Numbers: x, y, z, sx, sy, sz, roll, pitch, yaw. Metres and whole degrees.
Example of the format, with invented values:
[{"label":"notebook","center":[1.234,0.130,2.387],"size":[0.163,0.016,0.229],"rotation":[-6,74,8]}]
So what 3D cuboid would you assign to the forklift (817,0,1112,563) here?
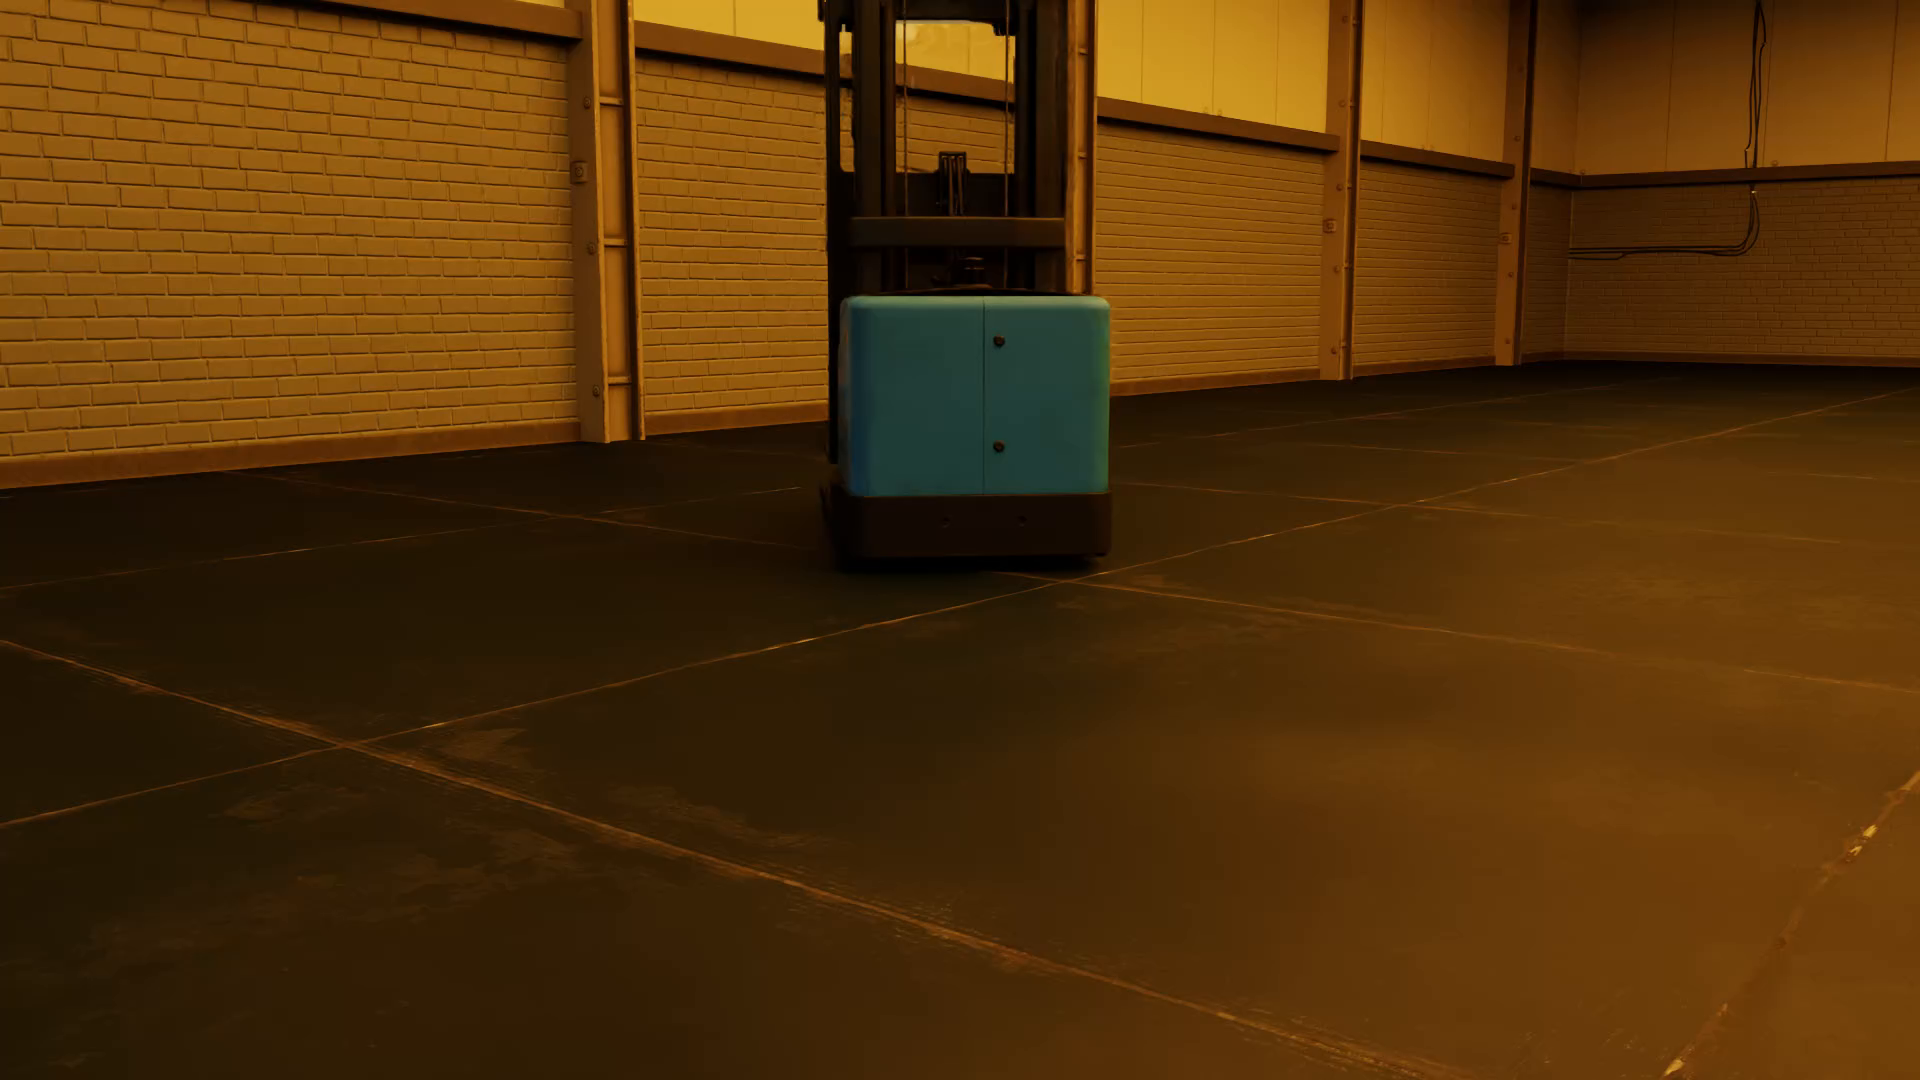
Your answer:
[{"label":"forklift","center":[-0.093,-1.534,7.762],"size":[1.130,2.935,3.031],"rotation":[-1,8,-7]}]
